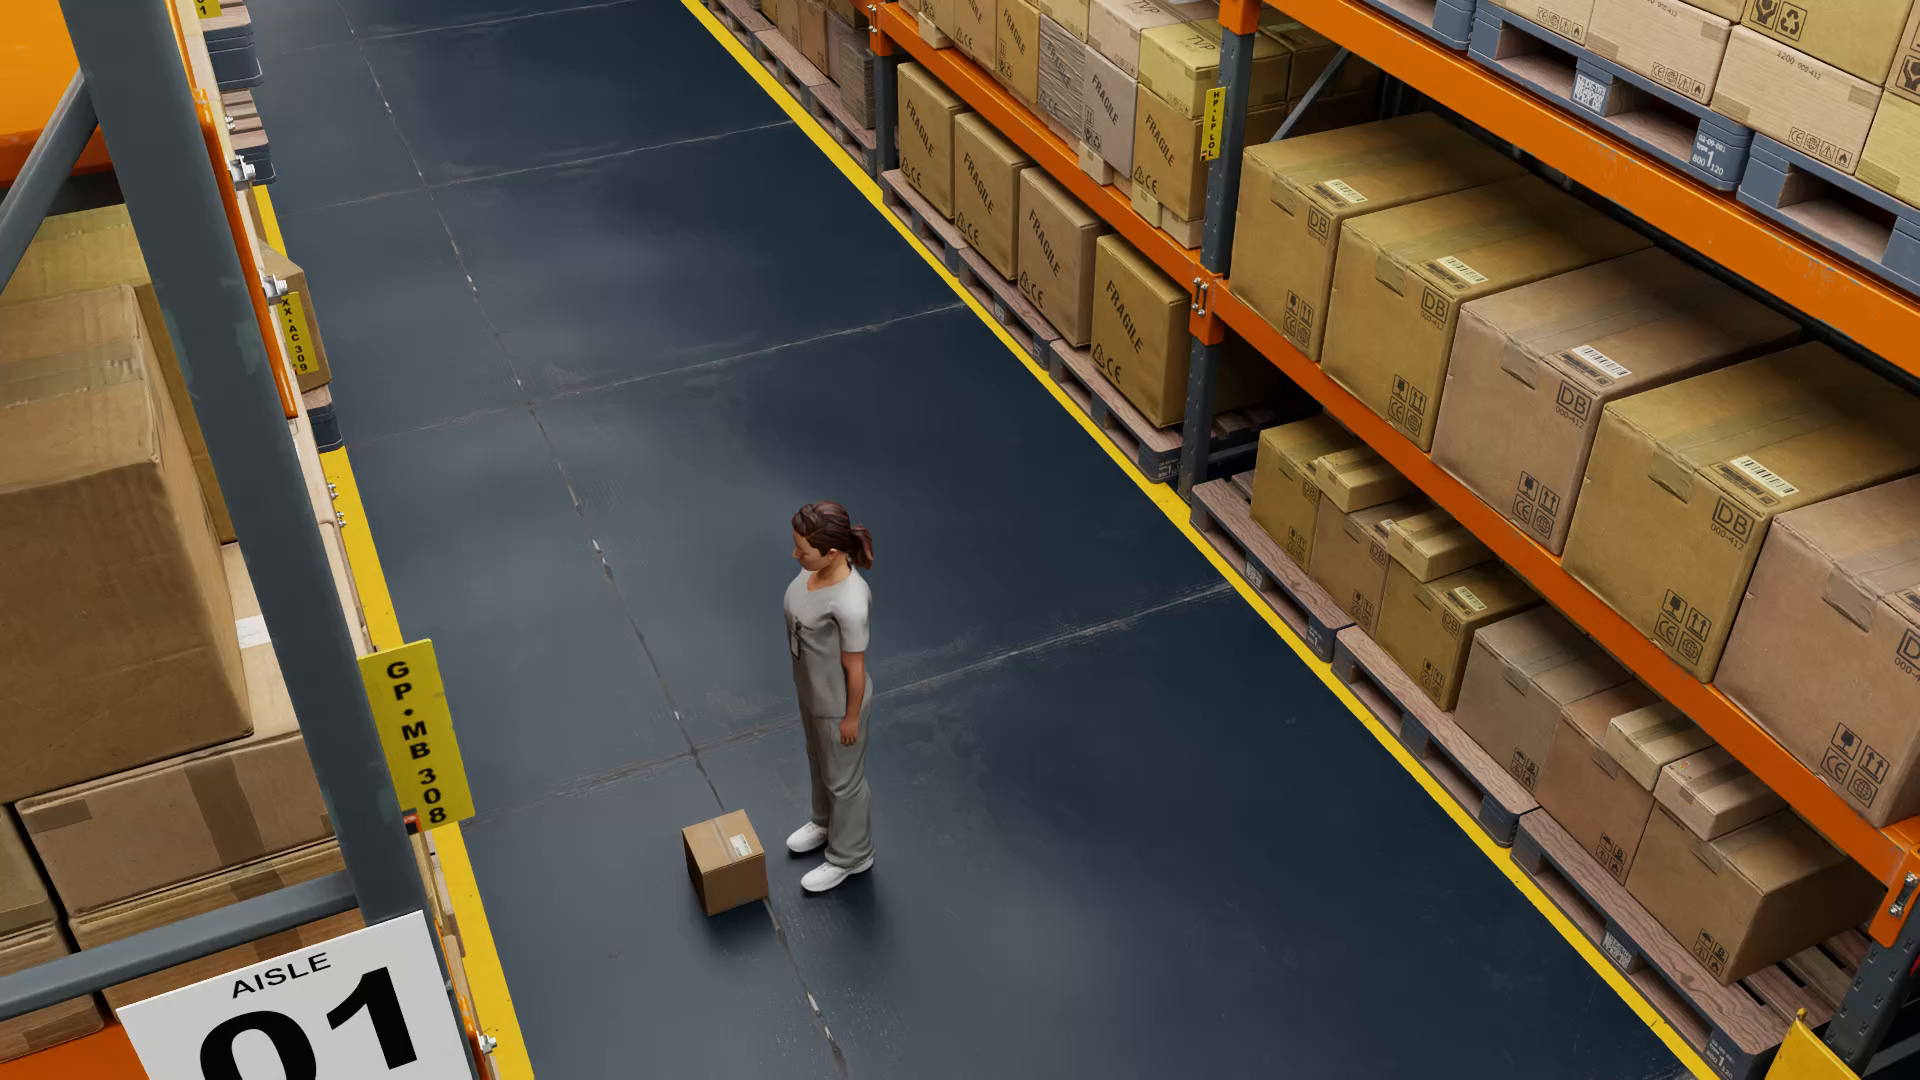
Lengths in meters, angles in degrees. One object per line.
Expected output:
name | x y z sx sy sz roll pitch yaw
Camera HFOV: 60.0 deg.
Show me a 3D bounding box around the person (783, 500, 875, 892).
person | -0.485 0.556 6.115 0.415 1.684 0.442 -15 40 -19
